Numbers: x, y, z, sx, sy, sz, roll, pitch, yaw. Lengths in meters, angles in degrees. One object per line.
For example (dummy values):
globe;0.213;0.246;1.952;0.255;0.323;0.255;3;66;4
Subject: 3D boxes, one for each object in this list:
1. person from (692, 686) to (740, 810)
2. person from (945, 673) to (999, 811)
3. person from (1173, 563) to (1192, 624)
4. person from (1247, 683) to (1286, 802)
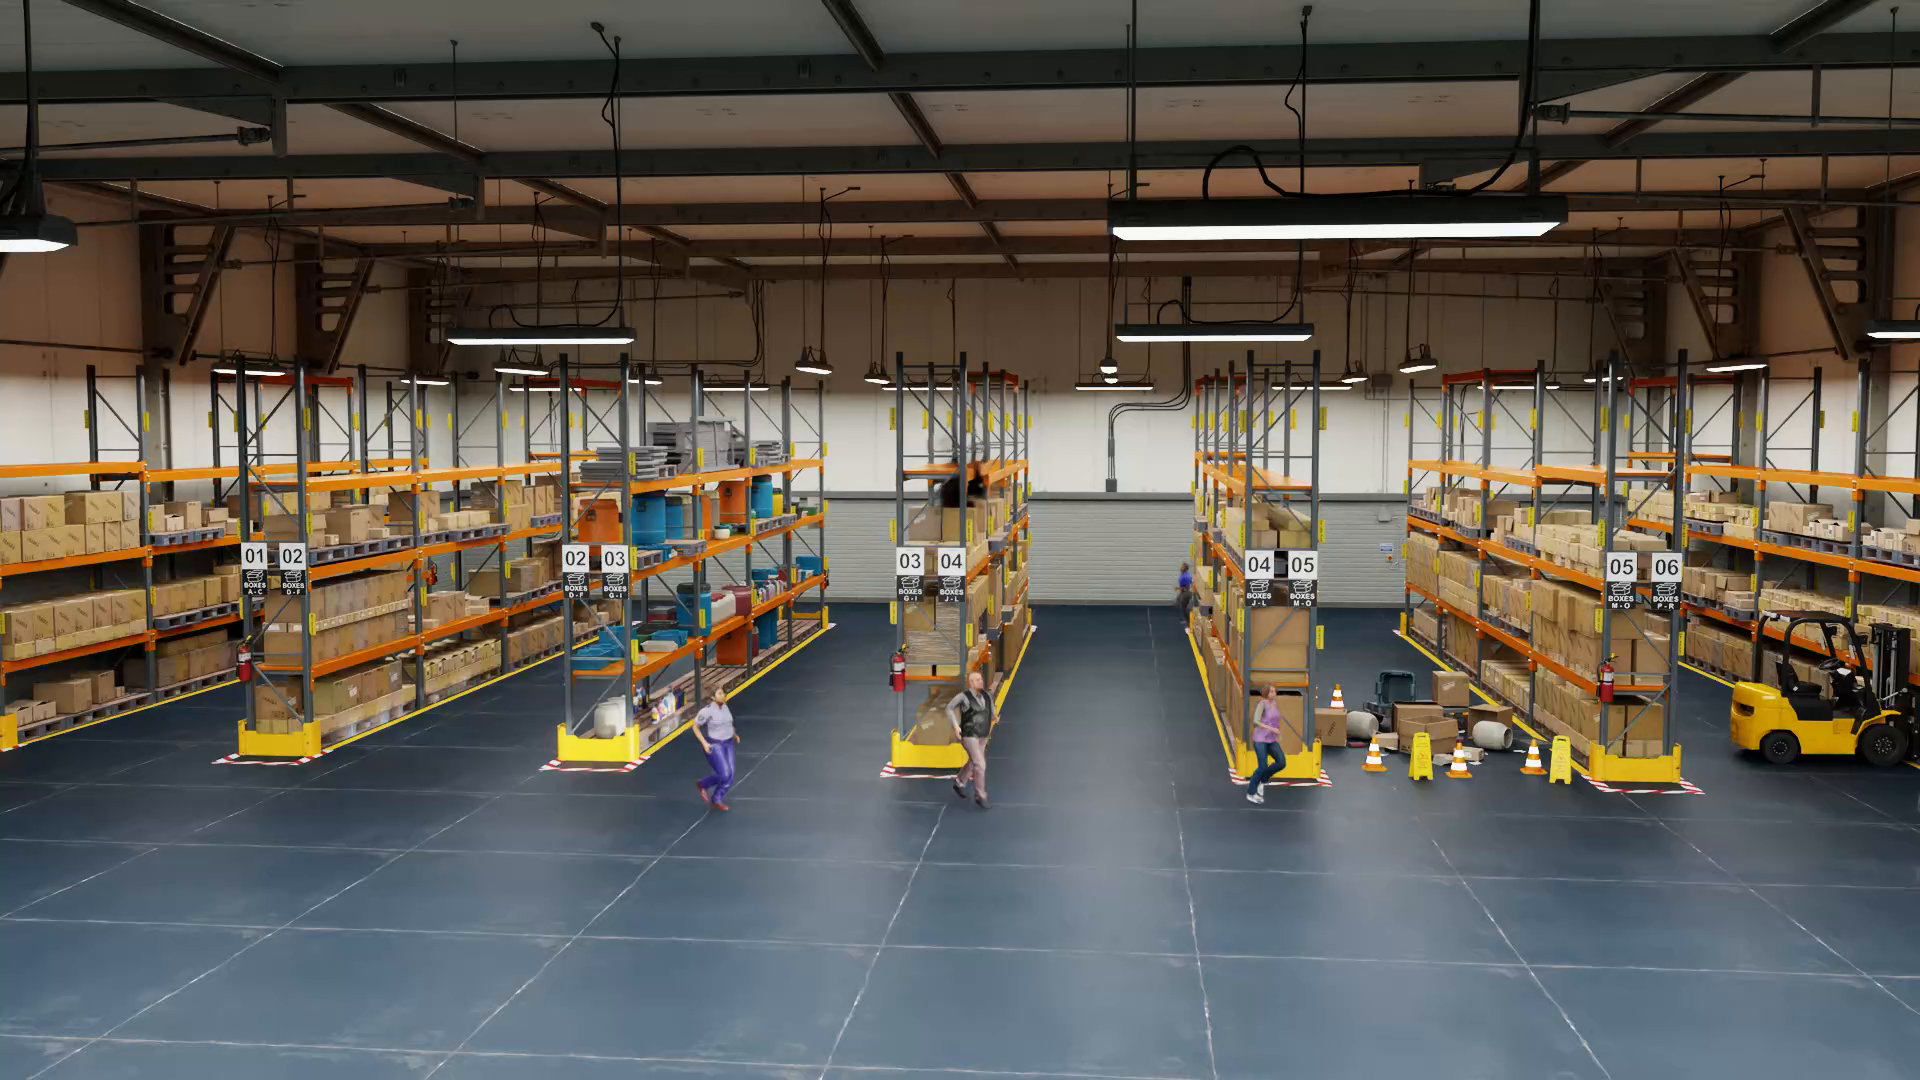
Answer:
person;-3.108;2.687;21.467;0.546;1.606;0.613;3;5;35
person;0.186;2.598;21.725;0.834;1.759;0.649;4;6;45
person;5.495;1.320;40.796;0.522;1.558;0.691;-1;4;-7
person;4.101;2.673;21.930;0.566;1.564;0.605;4;6;44
